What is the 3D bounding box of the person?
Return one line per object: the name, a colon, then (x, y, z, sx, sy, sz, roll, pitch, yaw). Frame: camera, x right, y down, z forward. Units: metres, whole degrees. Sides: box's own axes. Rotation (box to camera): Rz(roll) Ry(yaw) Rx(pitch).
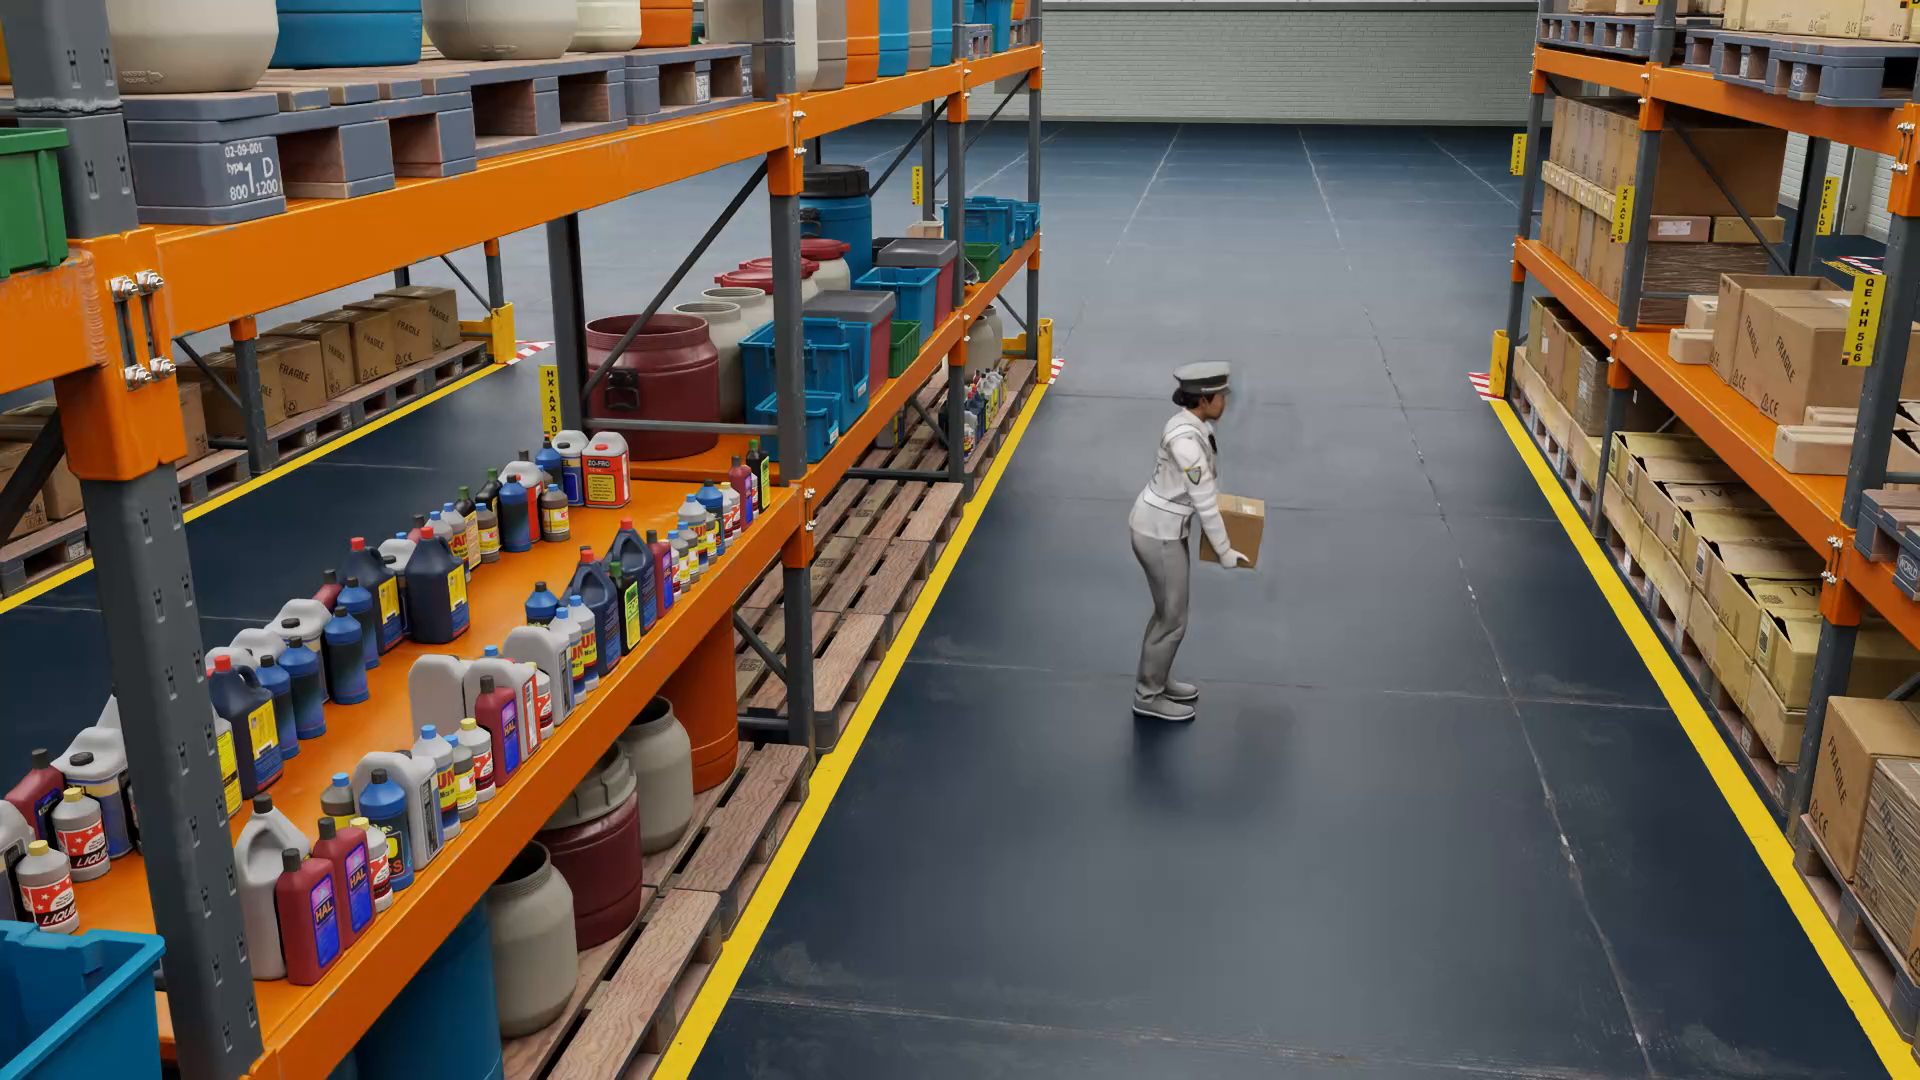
person: (1.042, 0.002, 7.587, 0.549, 1.648, 0.414, 3, 18, 8)
